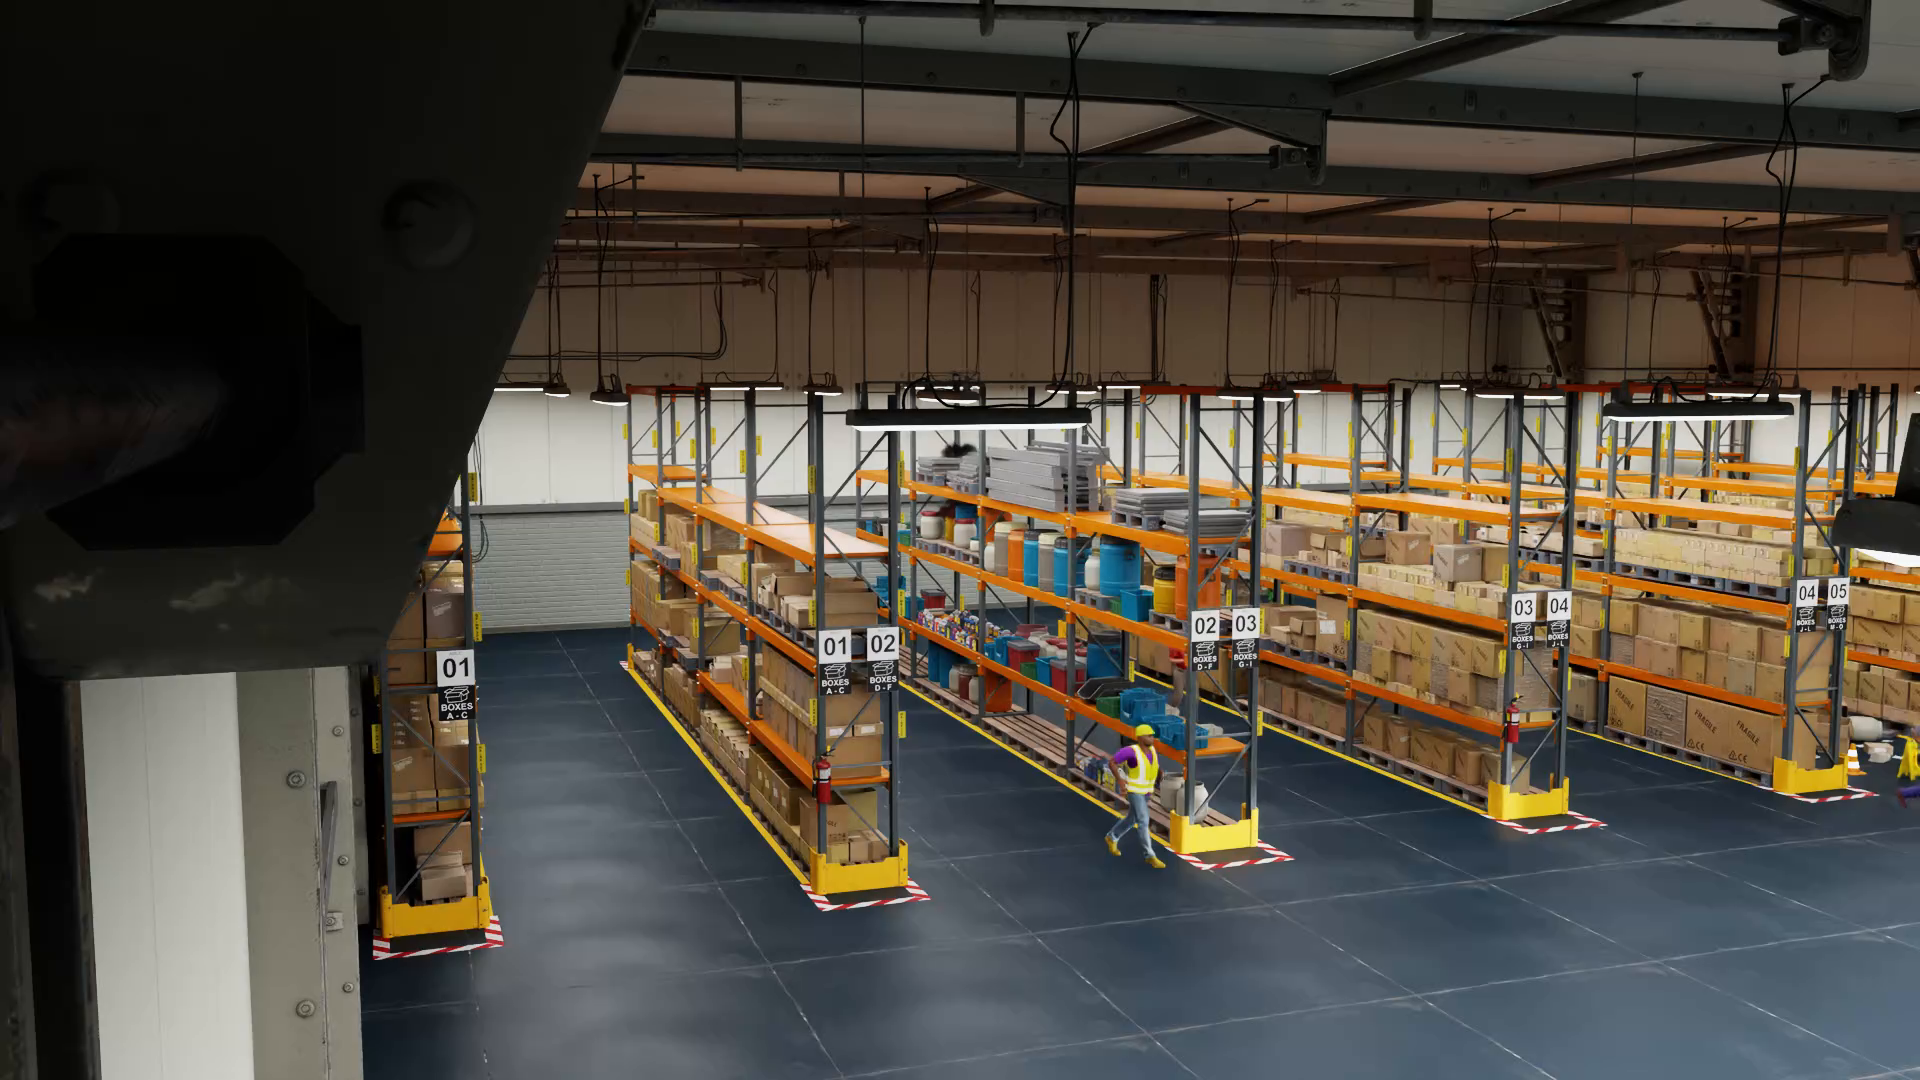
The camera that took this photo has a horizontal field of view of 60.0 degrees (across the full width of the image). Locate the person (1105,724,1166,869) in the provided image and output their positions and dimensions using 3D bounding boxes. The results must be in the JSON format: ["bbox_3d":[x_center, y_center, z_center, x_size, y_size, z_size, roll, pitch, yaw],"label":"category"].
[{"bbox_3d":[2.325,3.219,21.286,1.050,1.735,0.713,5,8,41],"label":"person"}]

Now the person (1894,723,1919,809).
[{"bbox_3d":[13.597,3.140,23.361,0.809,1.633,0.624,2,6,19],"label":"person"}]

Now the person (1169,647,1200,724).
[{"bbox_3d":[3.969,2.439,29.417,0.642,1.784,0.762,-3,7,-26],"label":"person"}]

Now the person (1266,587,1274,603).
[{"bbox_3d":[7.769,1.155,41.272,0.865,1.812,0.646,-4,7,-33],"label":"person"}]
